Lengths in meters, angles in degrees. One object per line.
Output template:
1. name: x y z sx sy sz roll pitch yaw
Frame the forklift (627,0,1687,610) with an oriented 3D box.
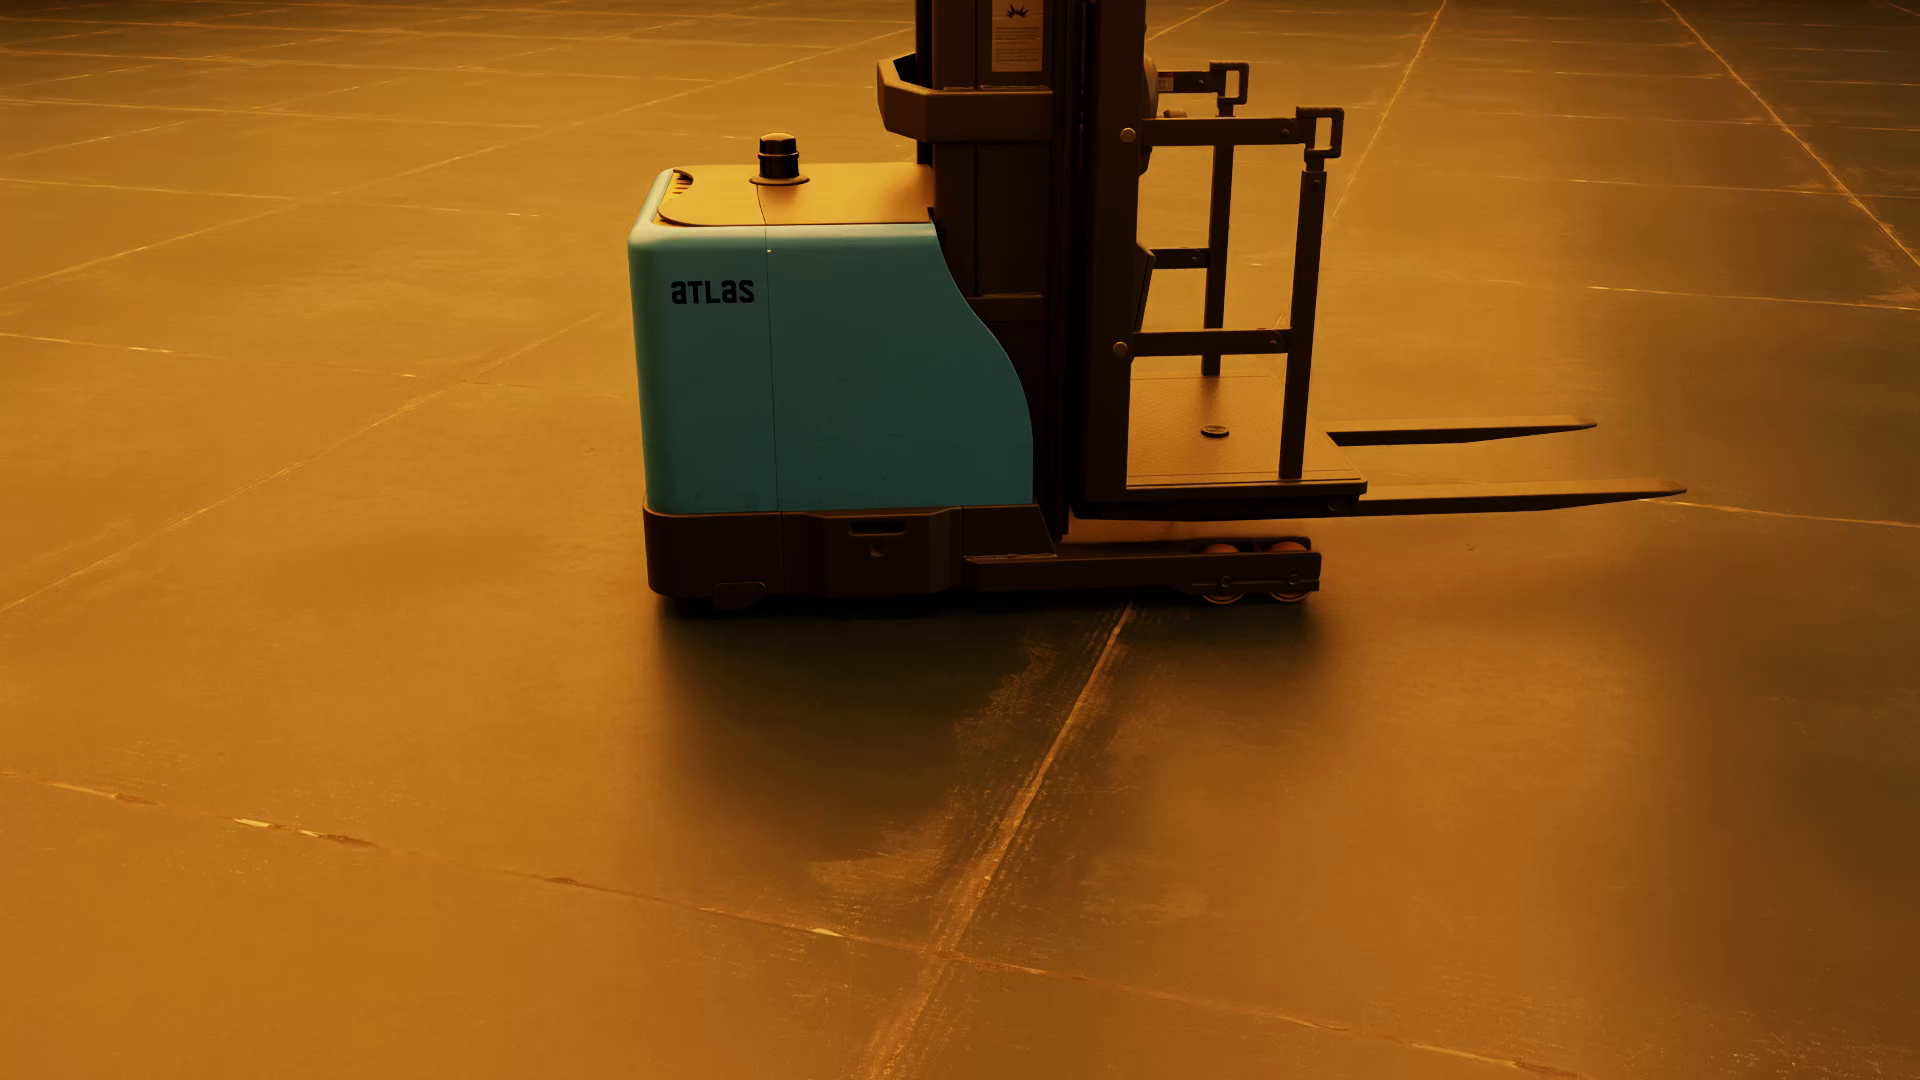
1. forklift: 0.606 -1.374 4.608 3.031 2.935 1.130 -2 23 -4
